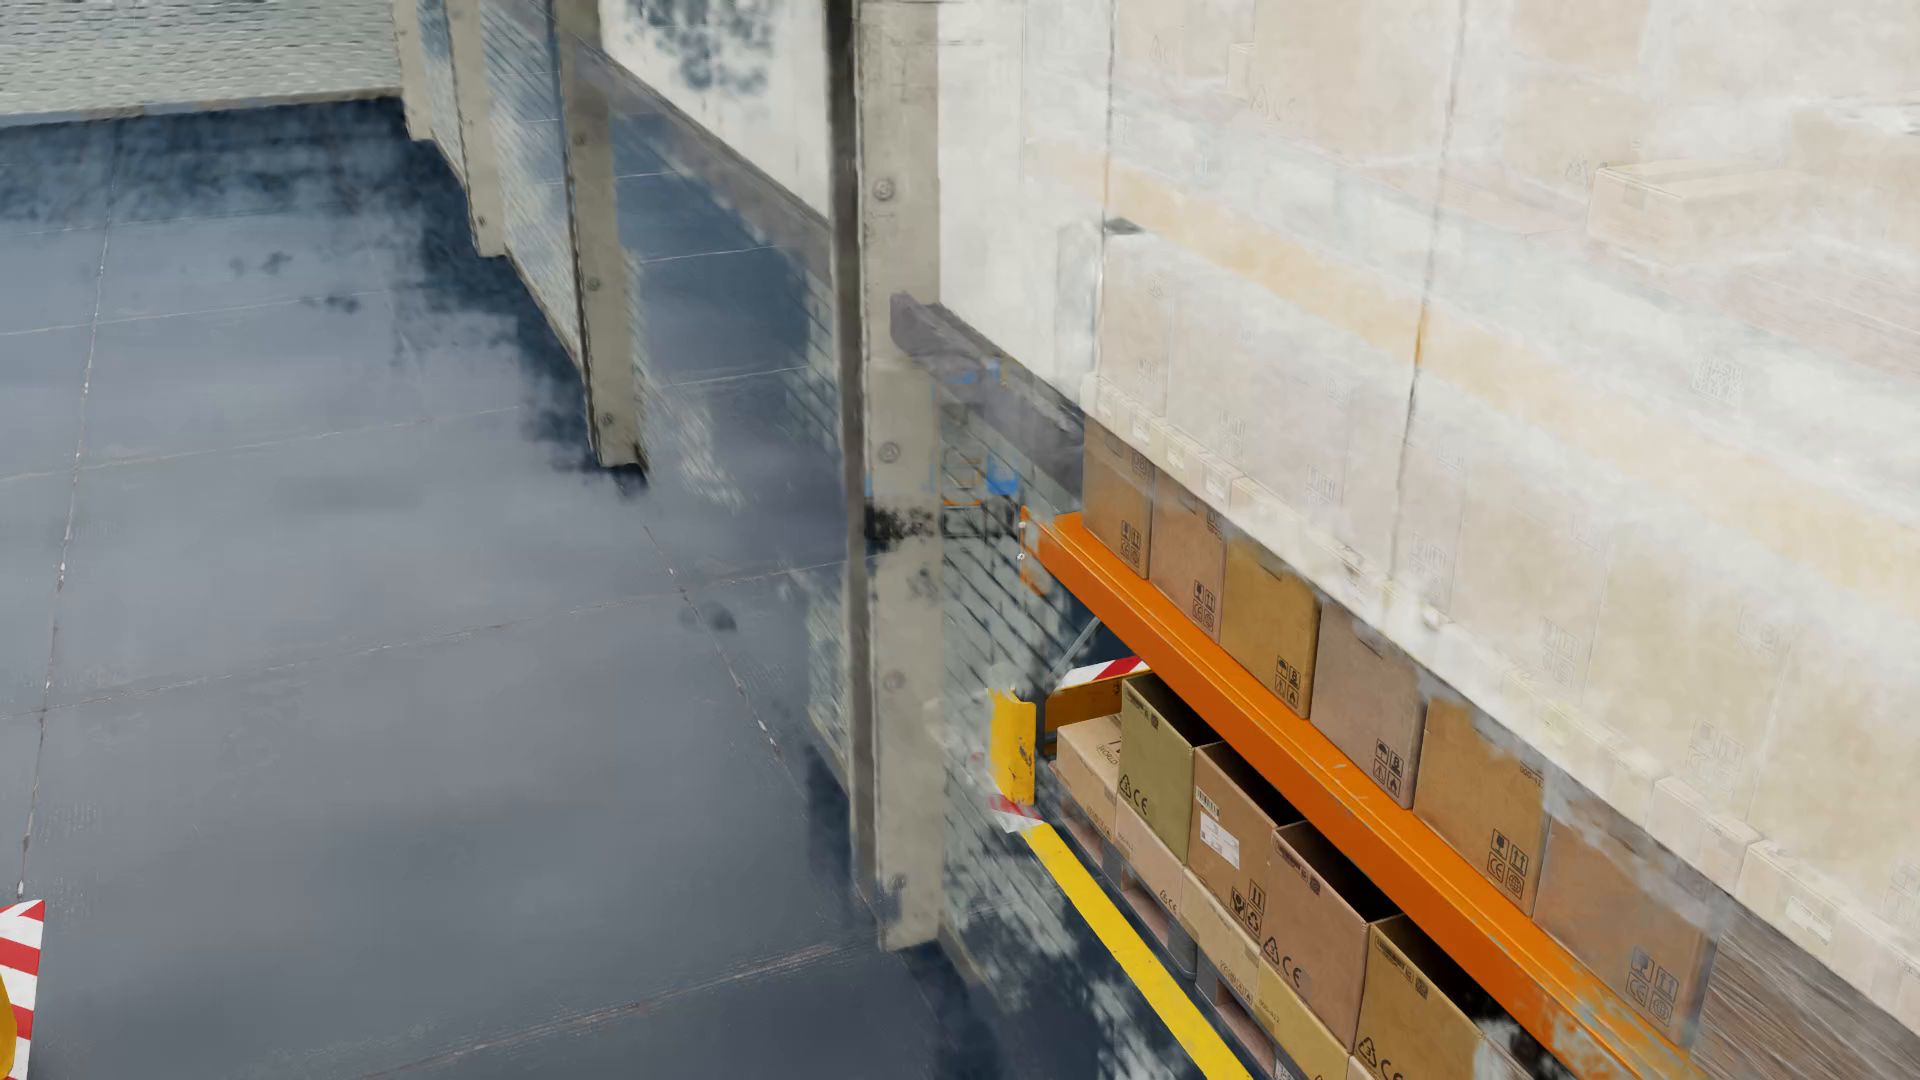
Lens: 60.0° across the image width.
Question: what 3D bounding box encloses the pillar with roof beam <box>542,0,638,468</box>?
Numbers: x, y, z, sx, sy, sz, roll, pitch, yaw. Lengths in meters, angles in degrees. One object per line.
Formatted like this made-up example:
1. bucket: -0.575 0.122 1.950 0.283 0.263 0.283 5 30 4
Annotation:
1. pillar with roof beam: -4.672 -10.325 20.141 9.100 9.000 0.400 -11 28 -21

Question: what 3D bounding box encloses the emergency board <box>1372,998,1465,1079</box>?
1. emergency board: 3.056 -4.529 15.107 0.194 1.169 0.643 -11 28 -21

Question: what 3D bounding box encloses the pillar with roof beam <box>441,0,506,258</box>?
1. pillar with roof beam: -7.022 -12.748 25.102 9.100 9.000 0.400 -11 28 -21

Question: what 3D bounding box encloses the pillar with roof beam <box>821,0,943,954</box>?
1. pillar with roof beam: -2.323 -7.903 15.180 9.100 9.000 0.400 -11 28 -21

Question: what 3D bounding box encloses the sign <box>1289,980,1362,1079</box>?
1. sign: 2.928 -5.021 15.469 0.001 0.109 0.331 -11 28 -21

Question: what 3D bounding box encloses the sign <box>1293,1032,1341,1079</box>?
1. sign: 2.934 -4.786 15.593 0.001 0.329 0.234 -11 28 -21
